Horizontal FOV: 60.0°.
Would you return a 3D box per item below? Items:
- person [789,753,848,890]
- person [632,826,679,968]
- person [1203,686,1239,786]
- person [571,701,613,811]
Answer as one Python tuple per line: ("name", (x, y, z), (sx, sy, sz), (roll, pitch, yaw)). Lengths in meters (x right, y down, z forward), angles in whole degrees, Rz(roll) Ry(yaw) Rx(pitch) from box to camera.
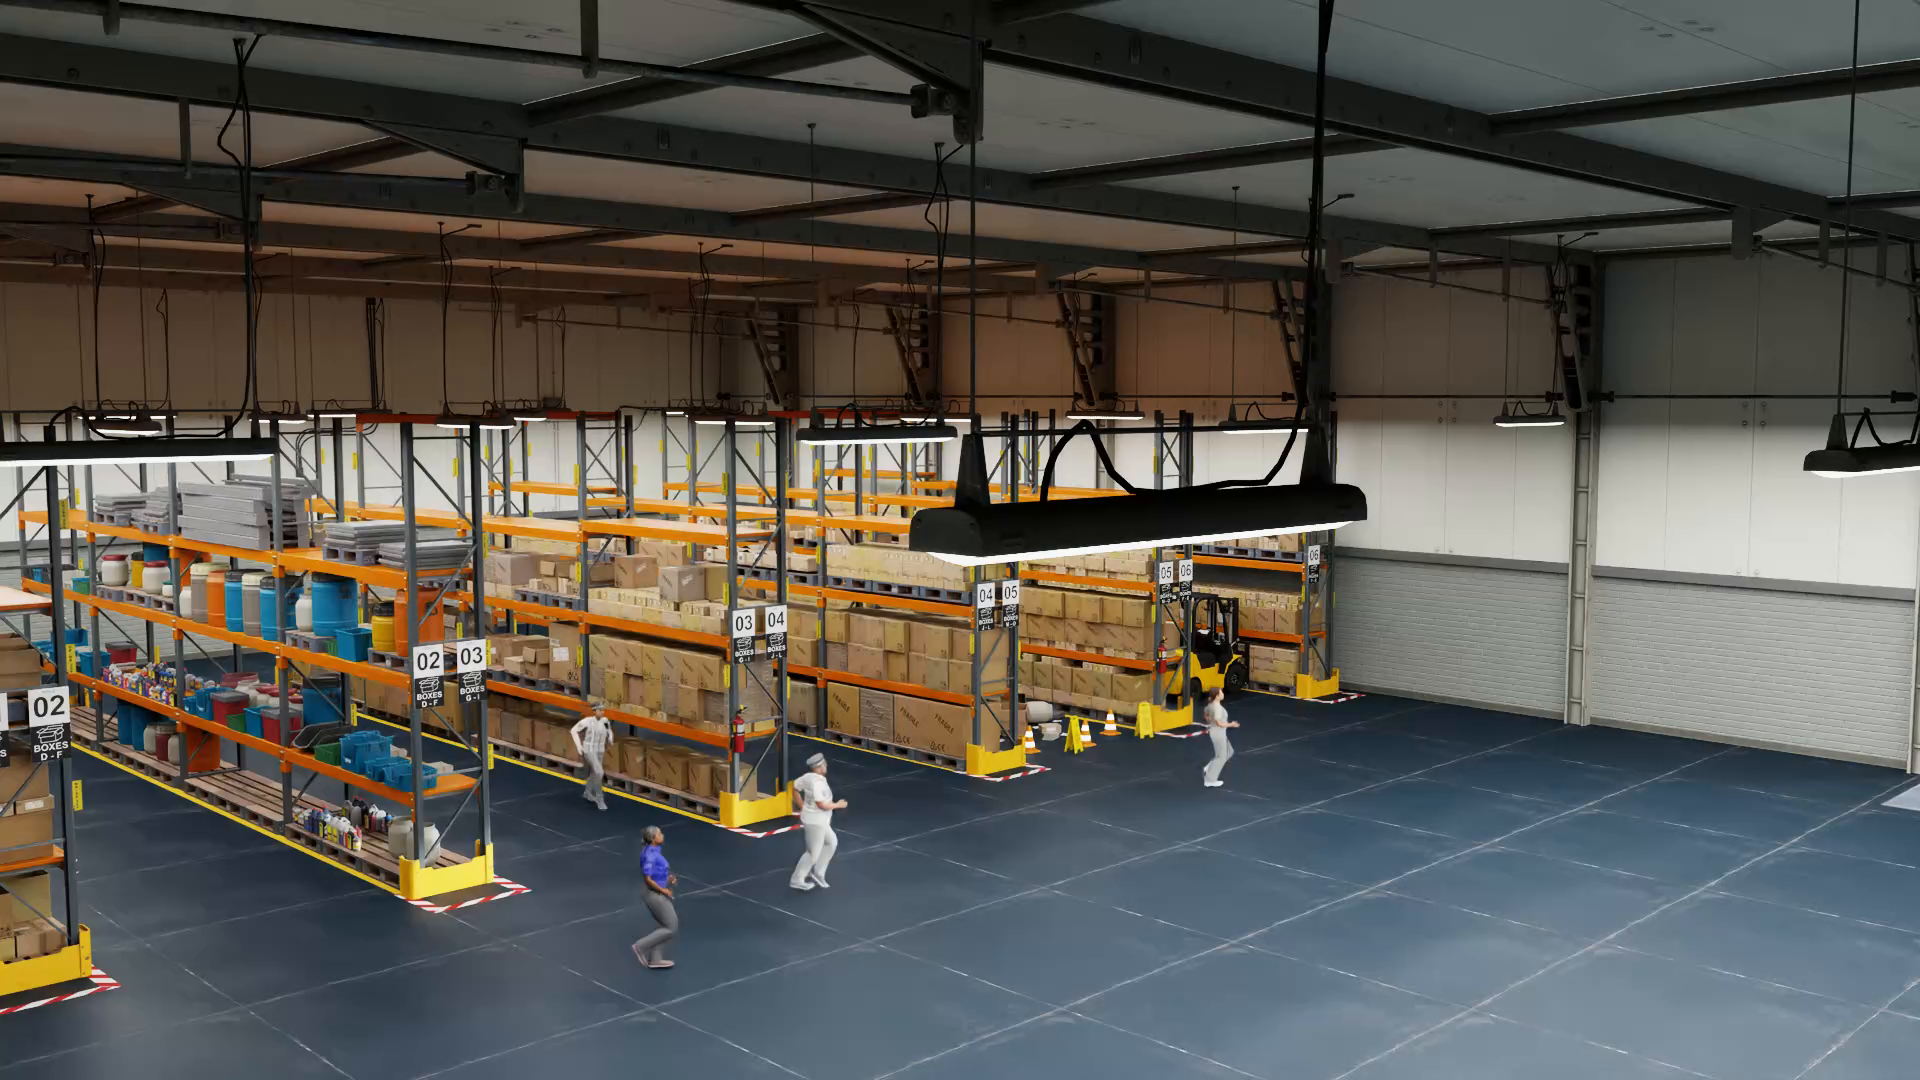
("person", (-1.814, 3.625, 21.235), (0.759, 1.836, 0.645), (-1, 5, -14))
("person", (-3.355, 3.935, 18.341), (0.579, 1.605, 0.572), (-2, 5, -20))
("person", (4.232, 3.169, 26.924), (0.548, 1.627, 0.554), (0, 5, -1))
("person", (-5.663, 3.290, 25.585), (0.758, 1.696, 0.588), (5, 7, 43))
